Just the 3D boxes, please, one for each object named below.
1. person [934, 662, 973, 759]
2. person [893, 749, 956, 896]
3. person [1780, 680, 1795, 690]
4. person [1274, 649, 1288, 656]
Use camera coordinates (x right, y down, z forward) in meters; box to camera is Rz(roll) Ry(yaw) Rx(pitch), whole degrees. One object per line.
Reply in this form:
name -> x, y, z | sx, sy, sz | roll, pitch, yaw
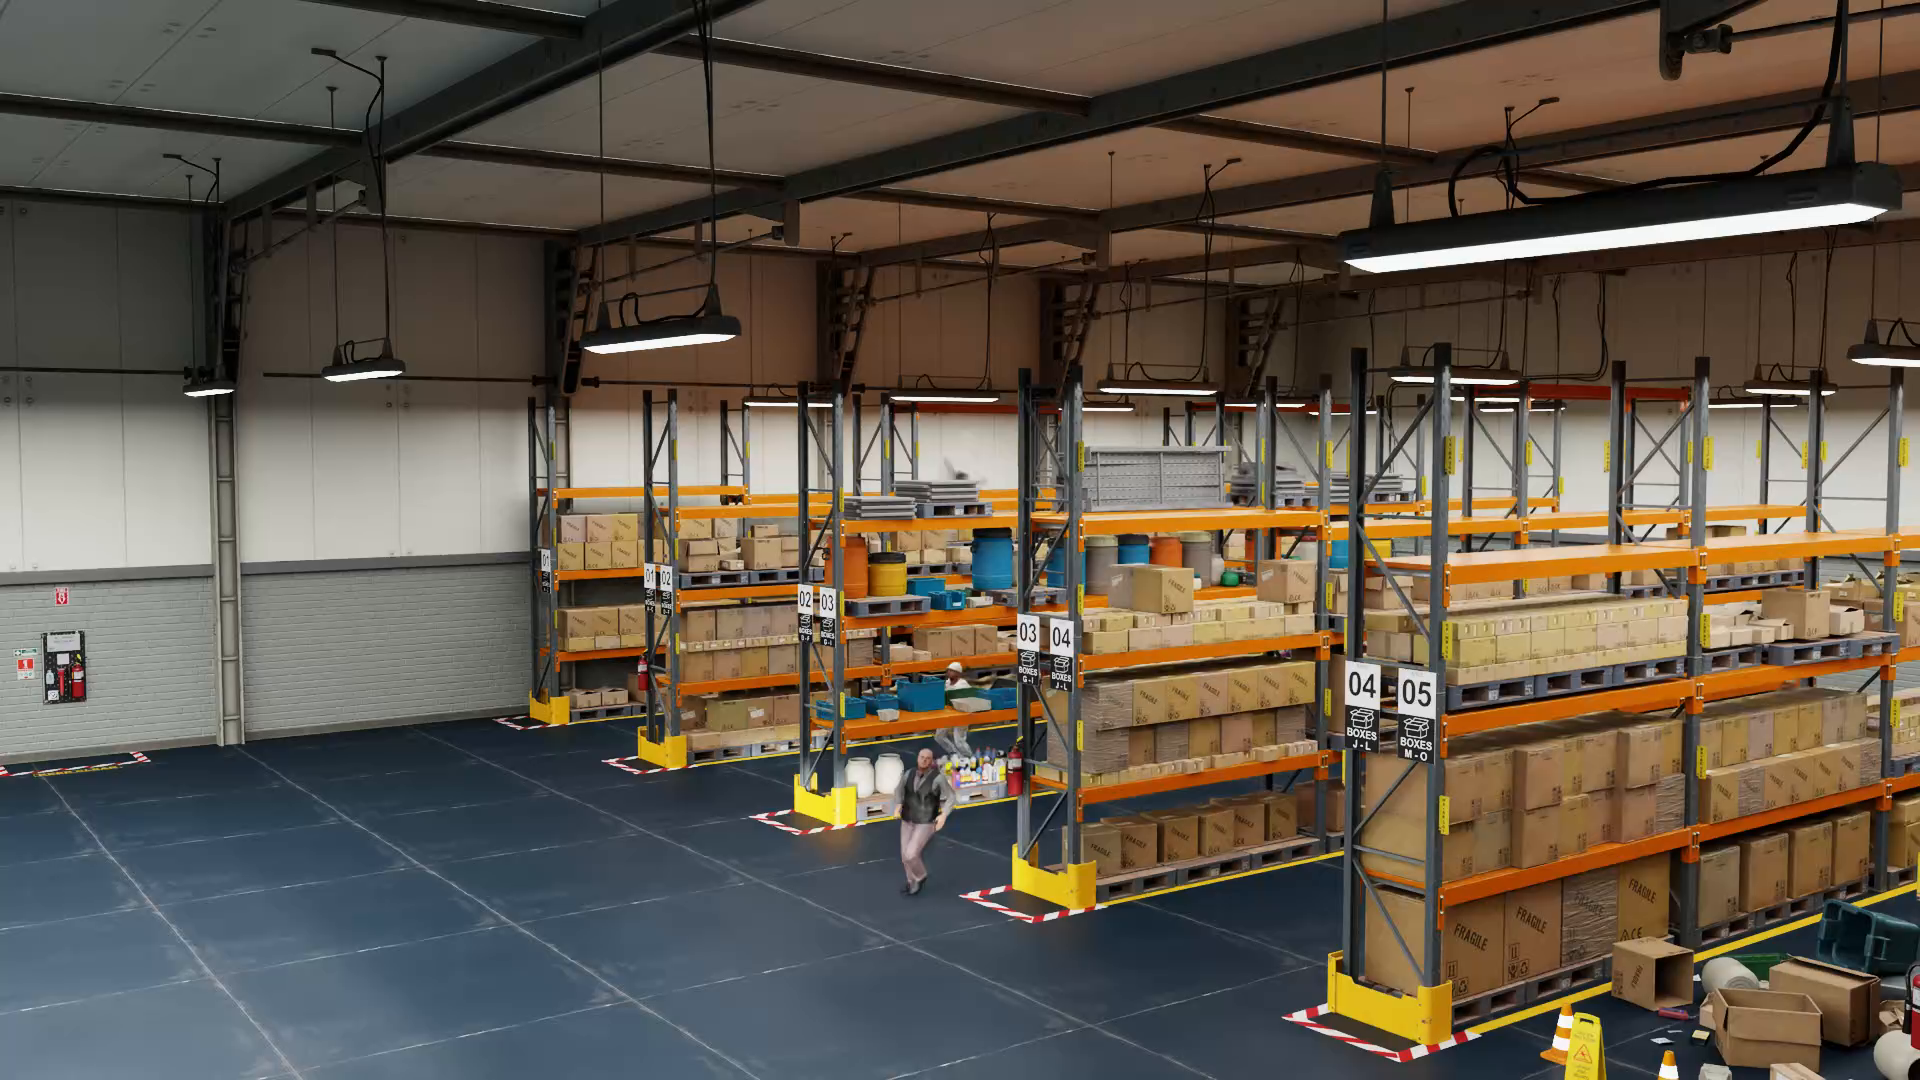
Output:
person -> -0.073, 2.757, 25.948 | 0.738, 1.721, 0.609 | -3, 4, -39
person -> -0.456, 3.207, 18.846 | 0.727, 1.680, 0.568 | 2, 4, 28
person -> 12.237, 2.846, 24.671 | 0.704, 1.723, 0.705 | -3, 4, -40
person -> 6.197, 2.396, 32.093 | 0.868, 1.745, 0.669 | -3, 5, -44
